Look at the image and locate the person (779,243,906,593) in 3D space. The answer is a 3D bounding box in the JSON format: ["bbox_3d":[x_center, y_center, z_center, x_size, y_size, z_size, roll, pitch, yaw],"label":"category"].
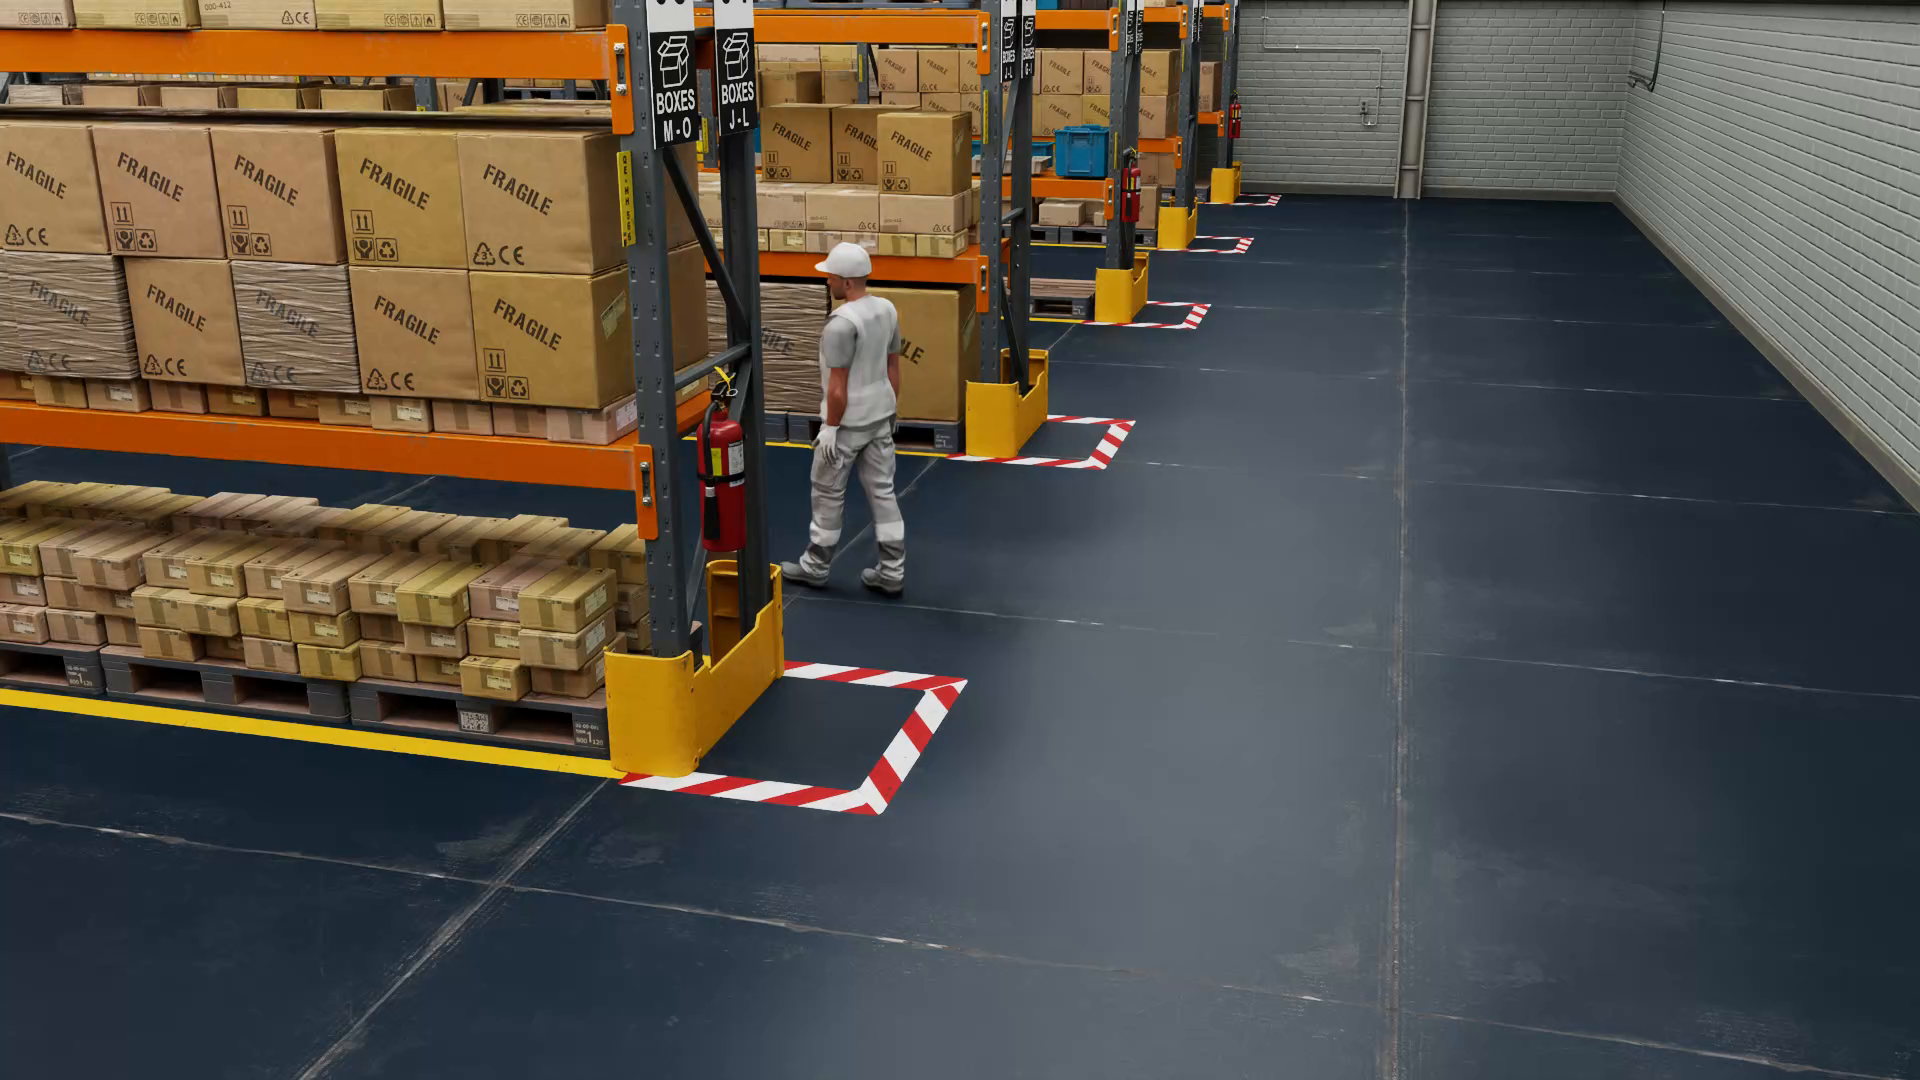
[{"bbox_3d":[-0.604,-0.622,8.385,0.696,1.777,0.592,13,22,35],"label":"person"}]
